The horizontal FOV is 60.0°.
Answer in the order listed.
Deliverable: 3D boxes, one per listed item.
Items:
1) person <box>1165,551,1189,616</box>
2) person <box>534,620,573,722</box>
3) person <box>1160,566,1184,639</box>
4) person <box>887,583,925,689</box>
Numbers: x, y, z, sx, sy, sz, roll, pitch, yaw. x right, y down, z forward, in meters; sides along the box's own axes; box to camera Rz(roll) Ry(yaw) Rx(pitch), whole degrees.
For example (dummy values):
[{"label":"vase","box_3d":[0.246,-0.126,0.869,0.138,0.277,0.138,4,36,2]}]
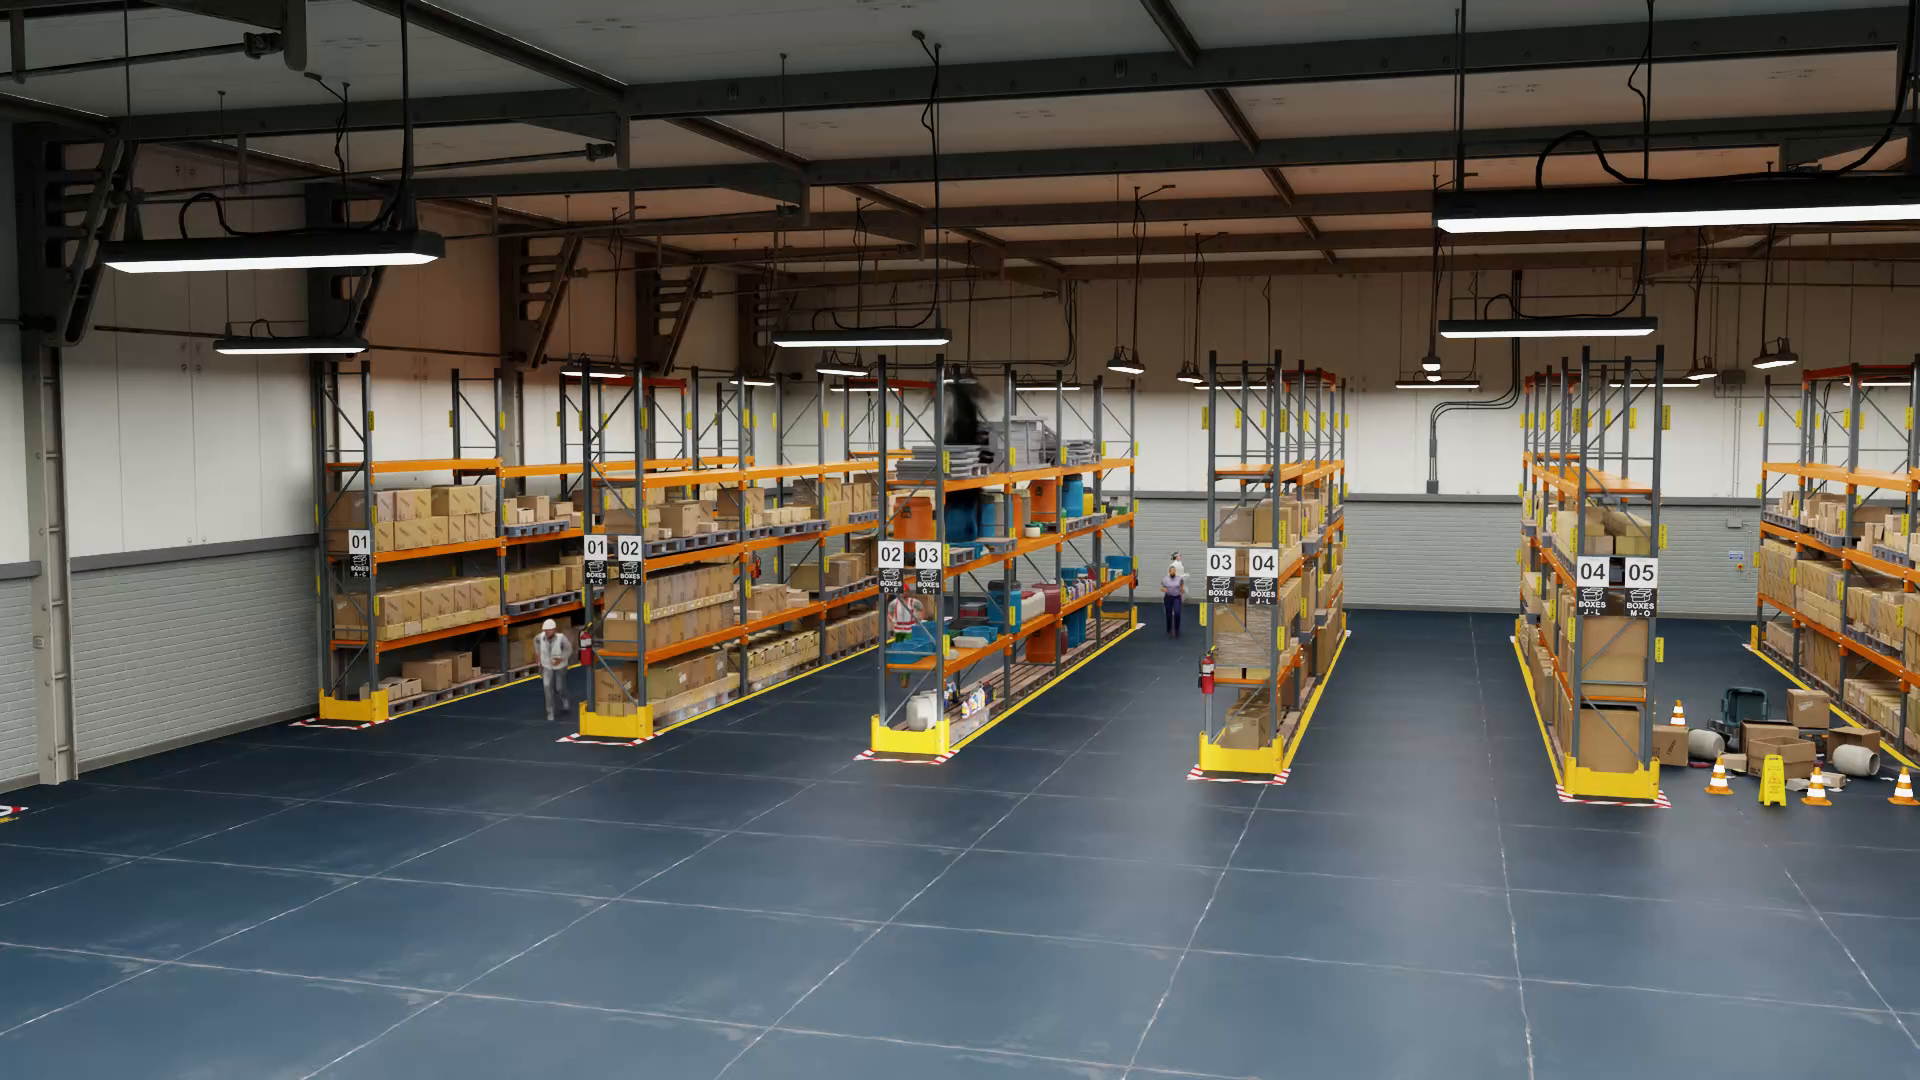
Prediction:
[{"label":"person","box_3d":[5.595,1.119,42.689,0.695,1.716,0.589,3,5,32]},{"label":"person","box_3d":[-6.851,2.167,28.158,0.697,1.732,1.050,0,4,5]},{"label":"person","box_3d":[4.924,1.436,38.601,0.546,1.699,0.808,1,4,9]},{"label":"person","box_3d":[-0.986,1.688,29.823,0.680,1.850,0.797,1,4,10]}]
